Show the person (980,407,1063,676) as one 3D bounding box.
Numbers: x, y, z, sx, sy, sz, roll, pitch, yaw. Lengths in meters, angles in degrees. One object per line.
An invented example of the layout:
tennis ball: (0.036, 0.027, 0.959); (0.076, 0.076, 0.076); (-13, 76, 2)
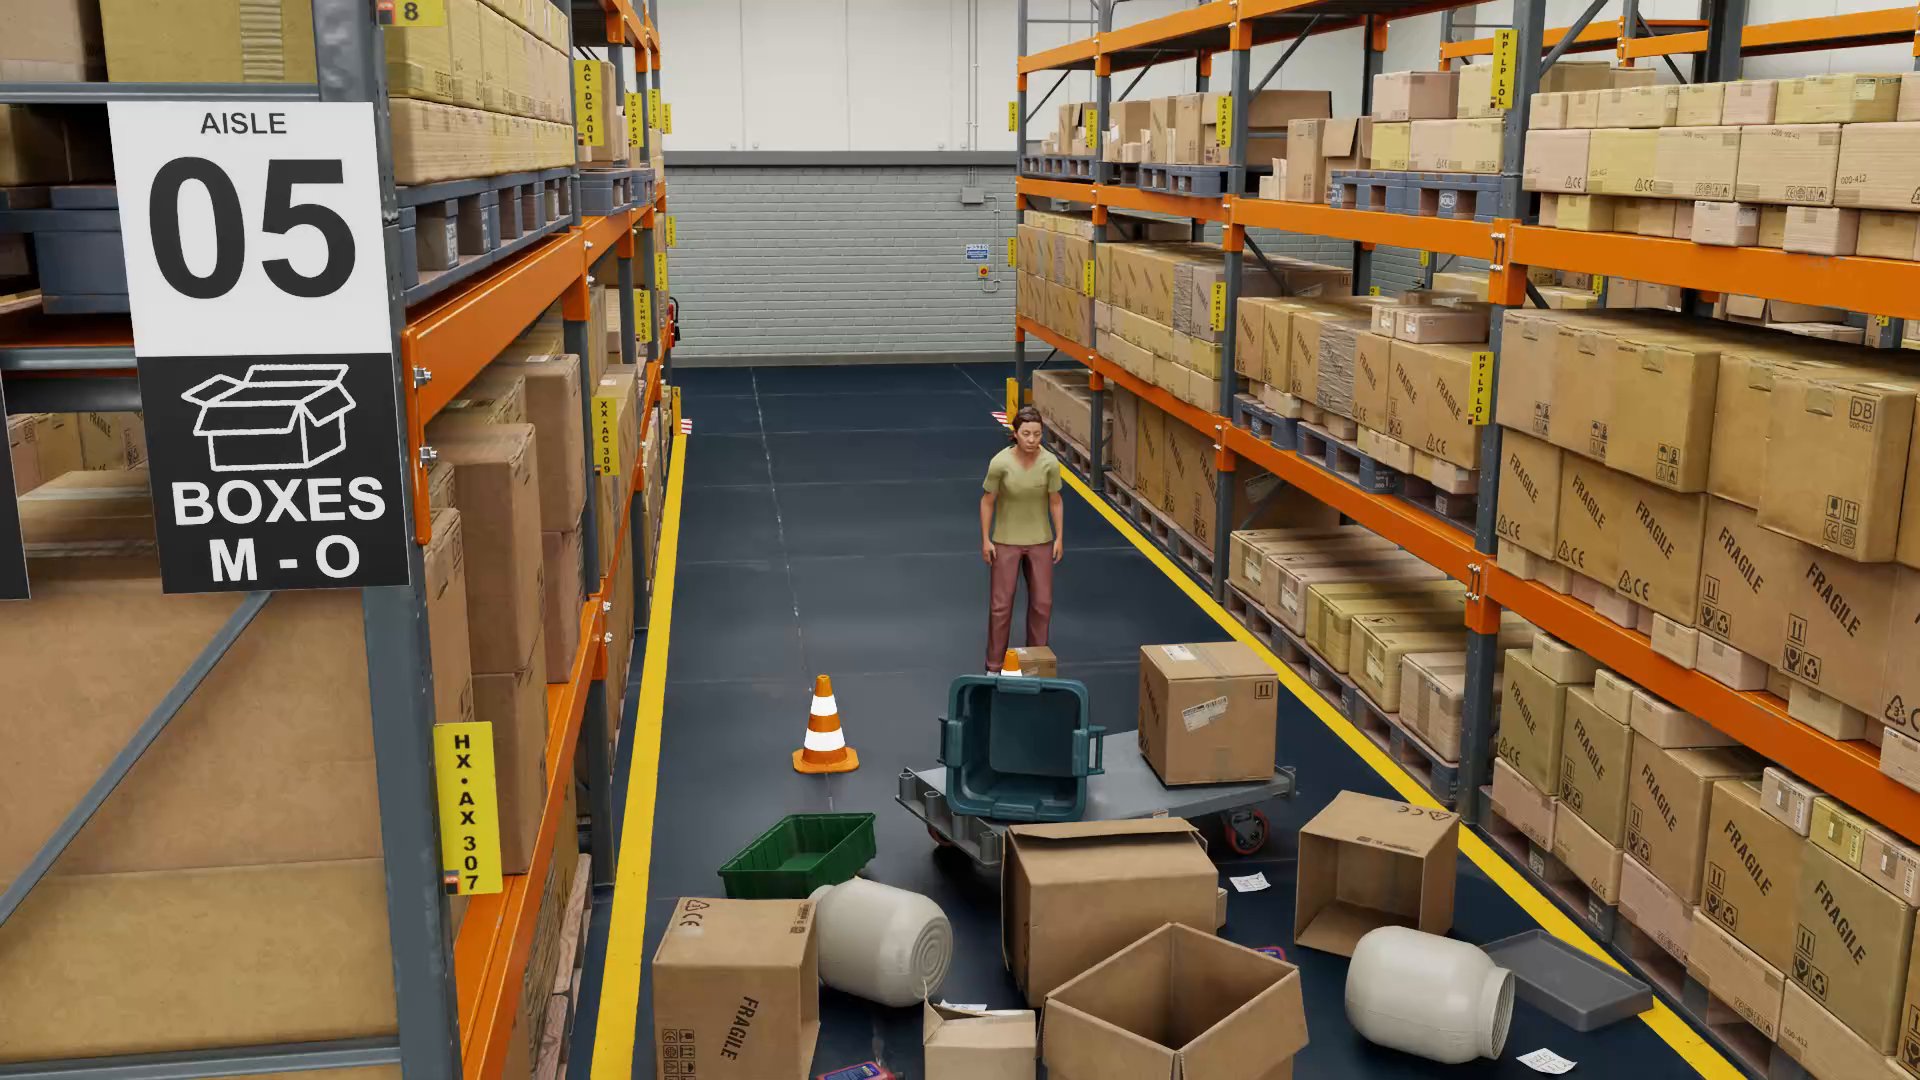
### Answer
person: (0.374, 0.036, 9.835); (0.499, 1.673, 0.355); (-2, 13, -8)
